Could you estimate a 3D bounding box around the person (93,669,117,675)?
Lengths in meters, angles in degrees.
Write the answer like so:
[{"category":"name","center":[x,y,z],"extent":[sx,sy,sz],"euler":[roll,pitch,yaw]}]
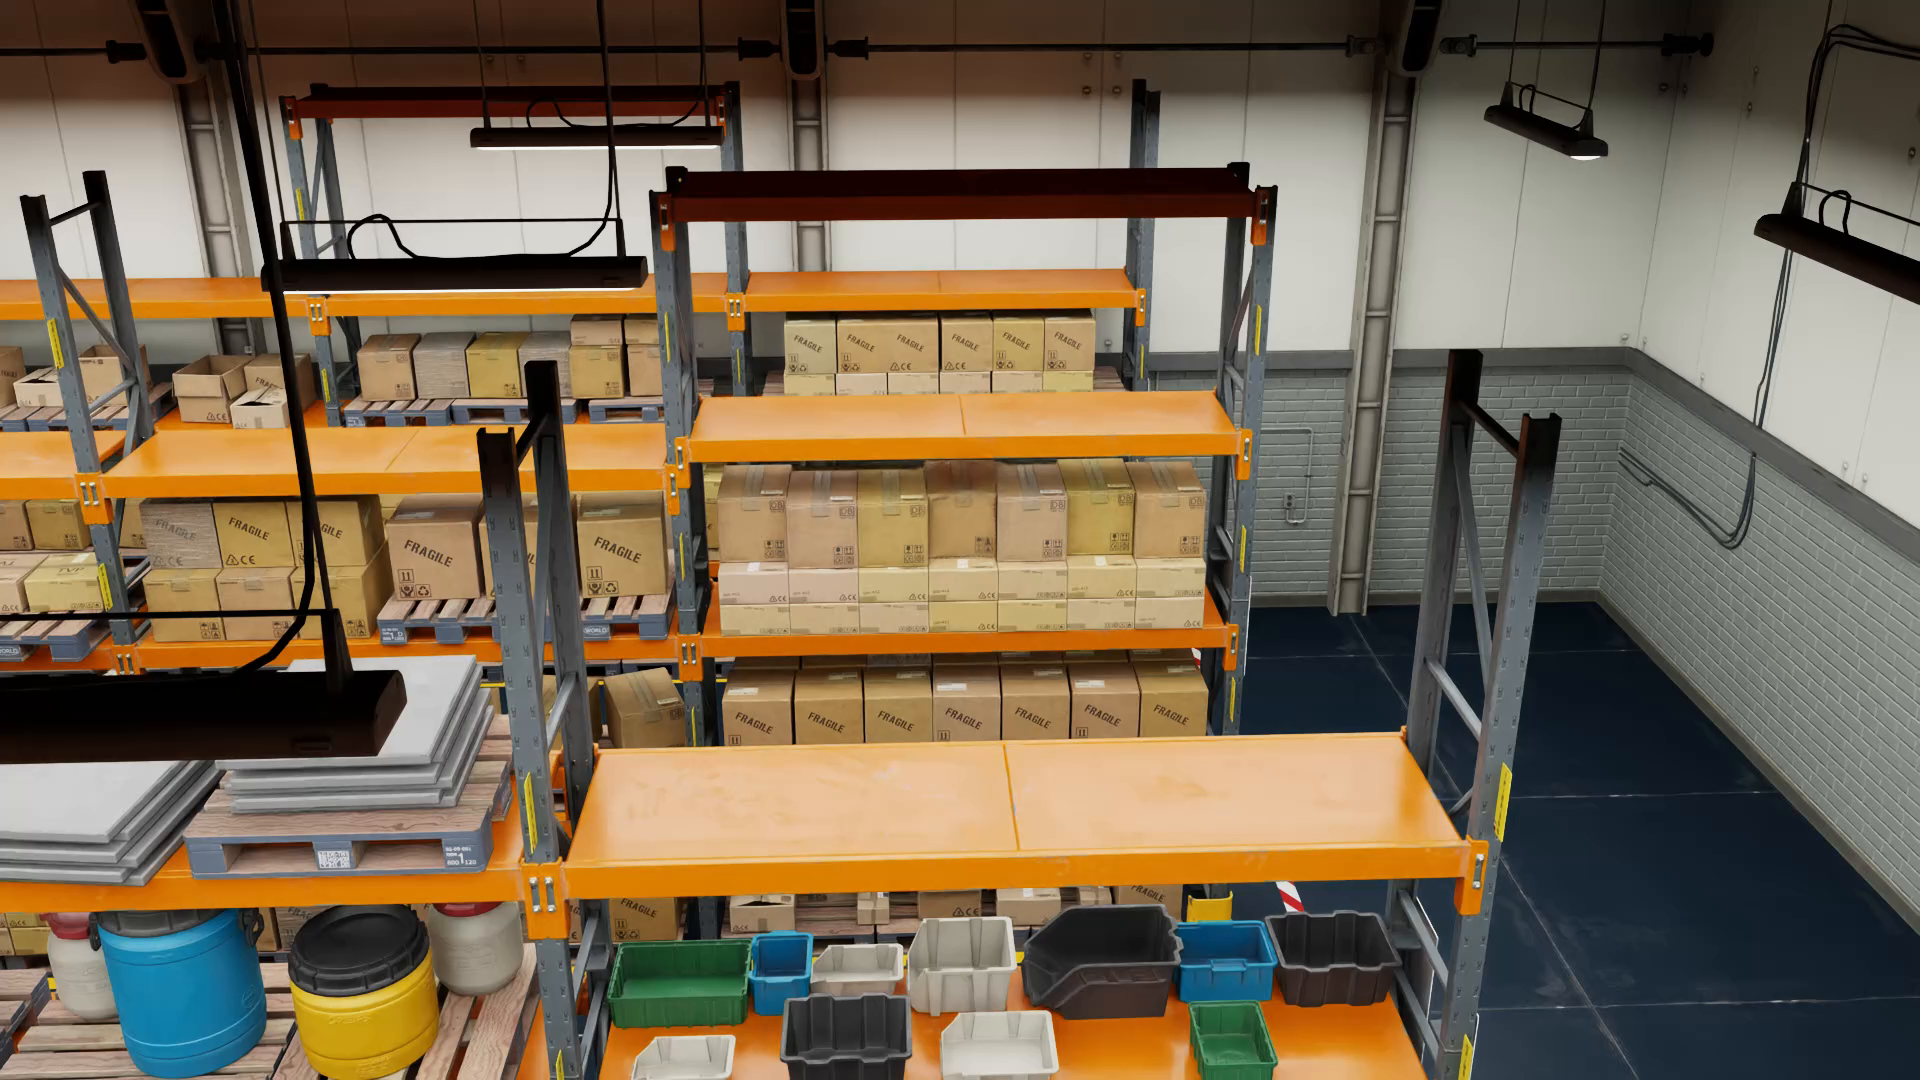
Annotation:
[{"category":"person","center":[-7.542,1.679,14.821],"extent":[0.989,1.604,0.530],"euler":[-9,24,-20]}]
